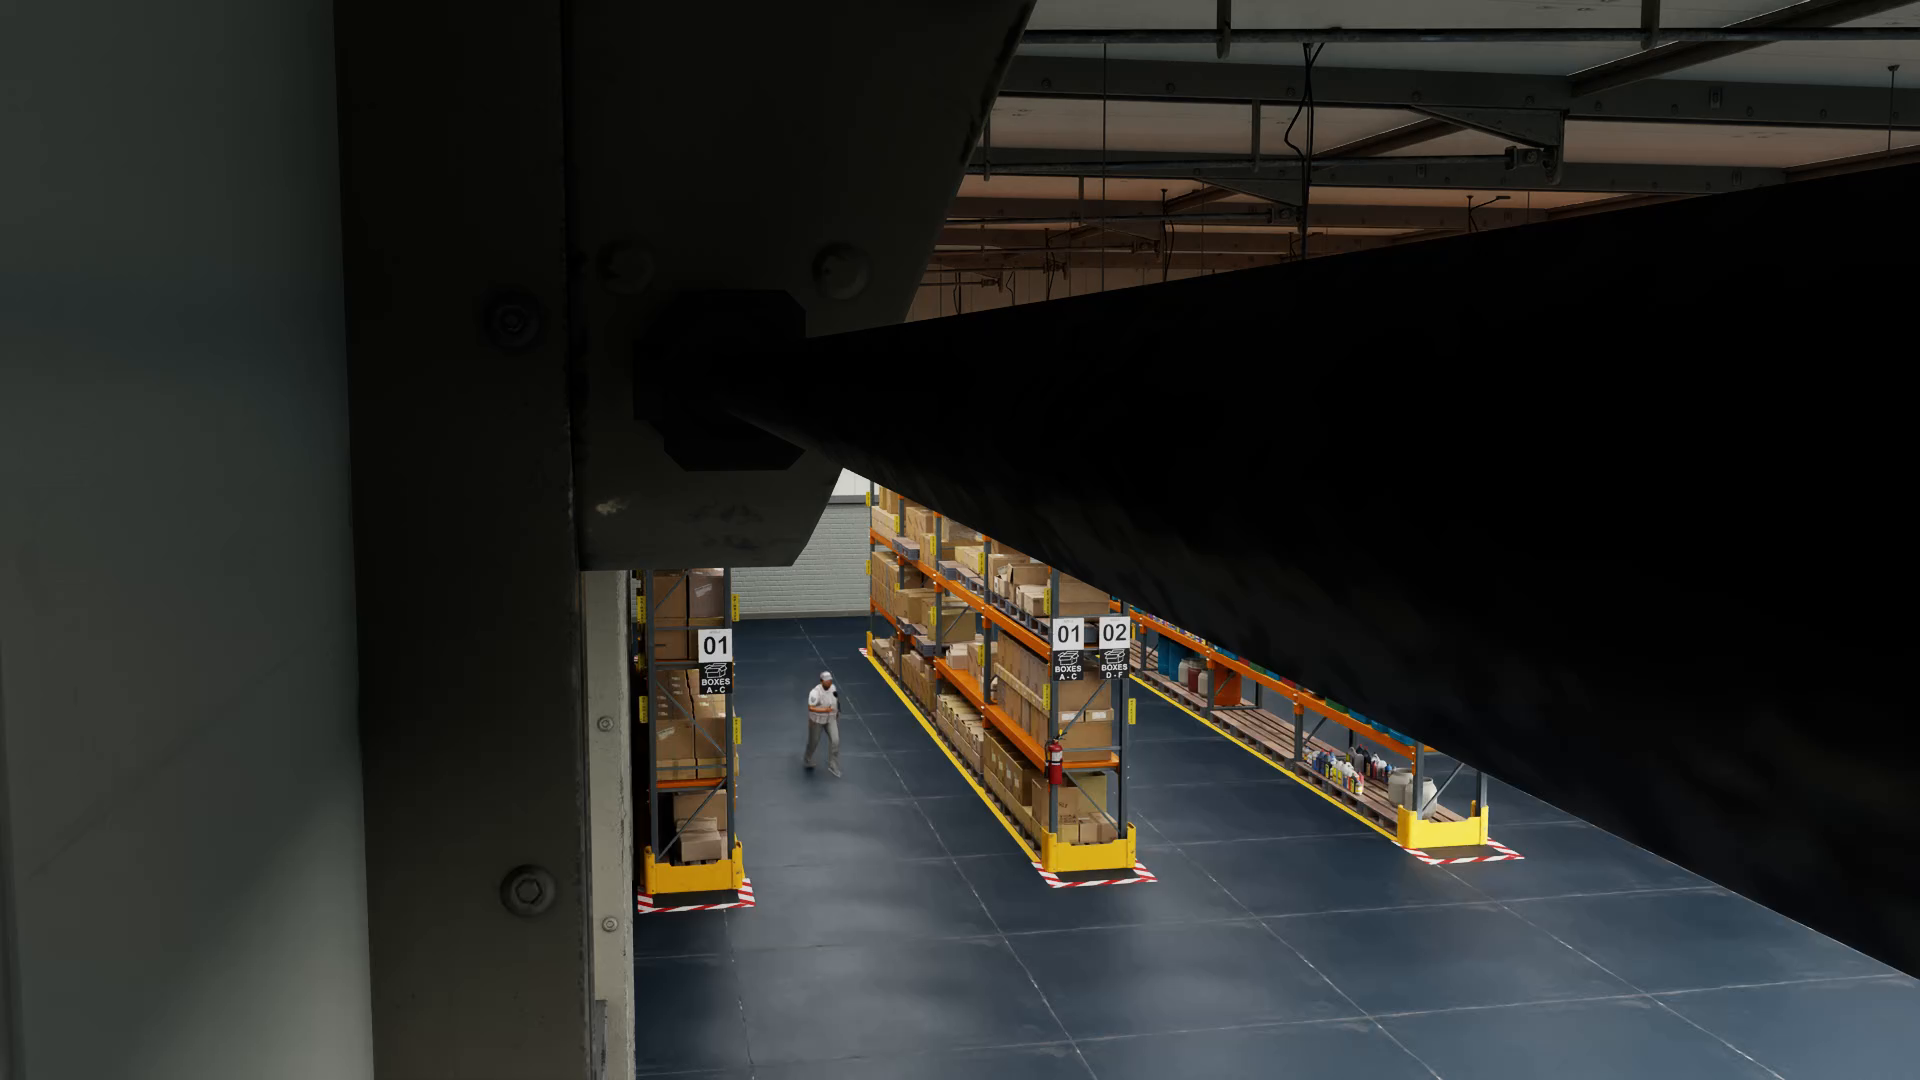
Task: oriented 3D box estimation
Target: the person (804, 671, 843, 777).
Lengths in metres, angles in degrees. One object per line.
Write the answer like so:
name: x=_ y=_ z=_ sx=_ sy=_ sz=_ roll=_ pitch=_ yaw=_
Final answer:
person: x=-2.144 y=2.826 z=25.892 sx=0.602 sy=1.644 sz=0.946 roll=-3 pitch=7 yaw=-29
